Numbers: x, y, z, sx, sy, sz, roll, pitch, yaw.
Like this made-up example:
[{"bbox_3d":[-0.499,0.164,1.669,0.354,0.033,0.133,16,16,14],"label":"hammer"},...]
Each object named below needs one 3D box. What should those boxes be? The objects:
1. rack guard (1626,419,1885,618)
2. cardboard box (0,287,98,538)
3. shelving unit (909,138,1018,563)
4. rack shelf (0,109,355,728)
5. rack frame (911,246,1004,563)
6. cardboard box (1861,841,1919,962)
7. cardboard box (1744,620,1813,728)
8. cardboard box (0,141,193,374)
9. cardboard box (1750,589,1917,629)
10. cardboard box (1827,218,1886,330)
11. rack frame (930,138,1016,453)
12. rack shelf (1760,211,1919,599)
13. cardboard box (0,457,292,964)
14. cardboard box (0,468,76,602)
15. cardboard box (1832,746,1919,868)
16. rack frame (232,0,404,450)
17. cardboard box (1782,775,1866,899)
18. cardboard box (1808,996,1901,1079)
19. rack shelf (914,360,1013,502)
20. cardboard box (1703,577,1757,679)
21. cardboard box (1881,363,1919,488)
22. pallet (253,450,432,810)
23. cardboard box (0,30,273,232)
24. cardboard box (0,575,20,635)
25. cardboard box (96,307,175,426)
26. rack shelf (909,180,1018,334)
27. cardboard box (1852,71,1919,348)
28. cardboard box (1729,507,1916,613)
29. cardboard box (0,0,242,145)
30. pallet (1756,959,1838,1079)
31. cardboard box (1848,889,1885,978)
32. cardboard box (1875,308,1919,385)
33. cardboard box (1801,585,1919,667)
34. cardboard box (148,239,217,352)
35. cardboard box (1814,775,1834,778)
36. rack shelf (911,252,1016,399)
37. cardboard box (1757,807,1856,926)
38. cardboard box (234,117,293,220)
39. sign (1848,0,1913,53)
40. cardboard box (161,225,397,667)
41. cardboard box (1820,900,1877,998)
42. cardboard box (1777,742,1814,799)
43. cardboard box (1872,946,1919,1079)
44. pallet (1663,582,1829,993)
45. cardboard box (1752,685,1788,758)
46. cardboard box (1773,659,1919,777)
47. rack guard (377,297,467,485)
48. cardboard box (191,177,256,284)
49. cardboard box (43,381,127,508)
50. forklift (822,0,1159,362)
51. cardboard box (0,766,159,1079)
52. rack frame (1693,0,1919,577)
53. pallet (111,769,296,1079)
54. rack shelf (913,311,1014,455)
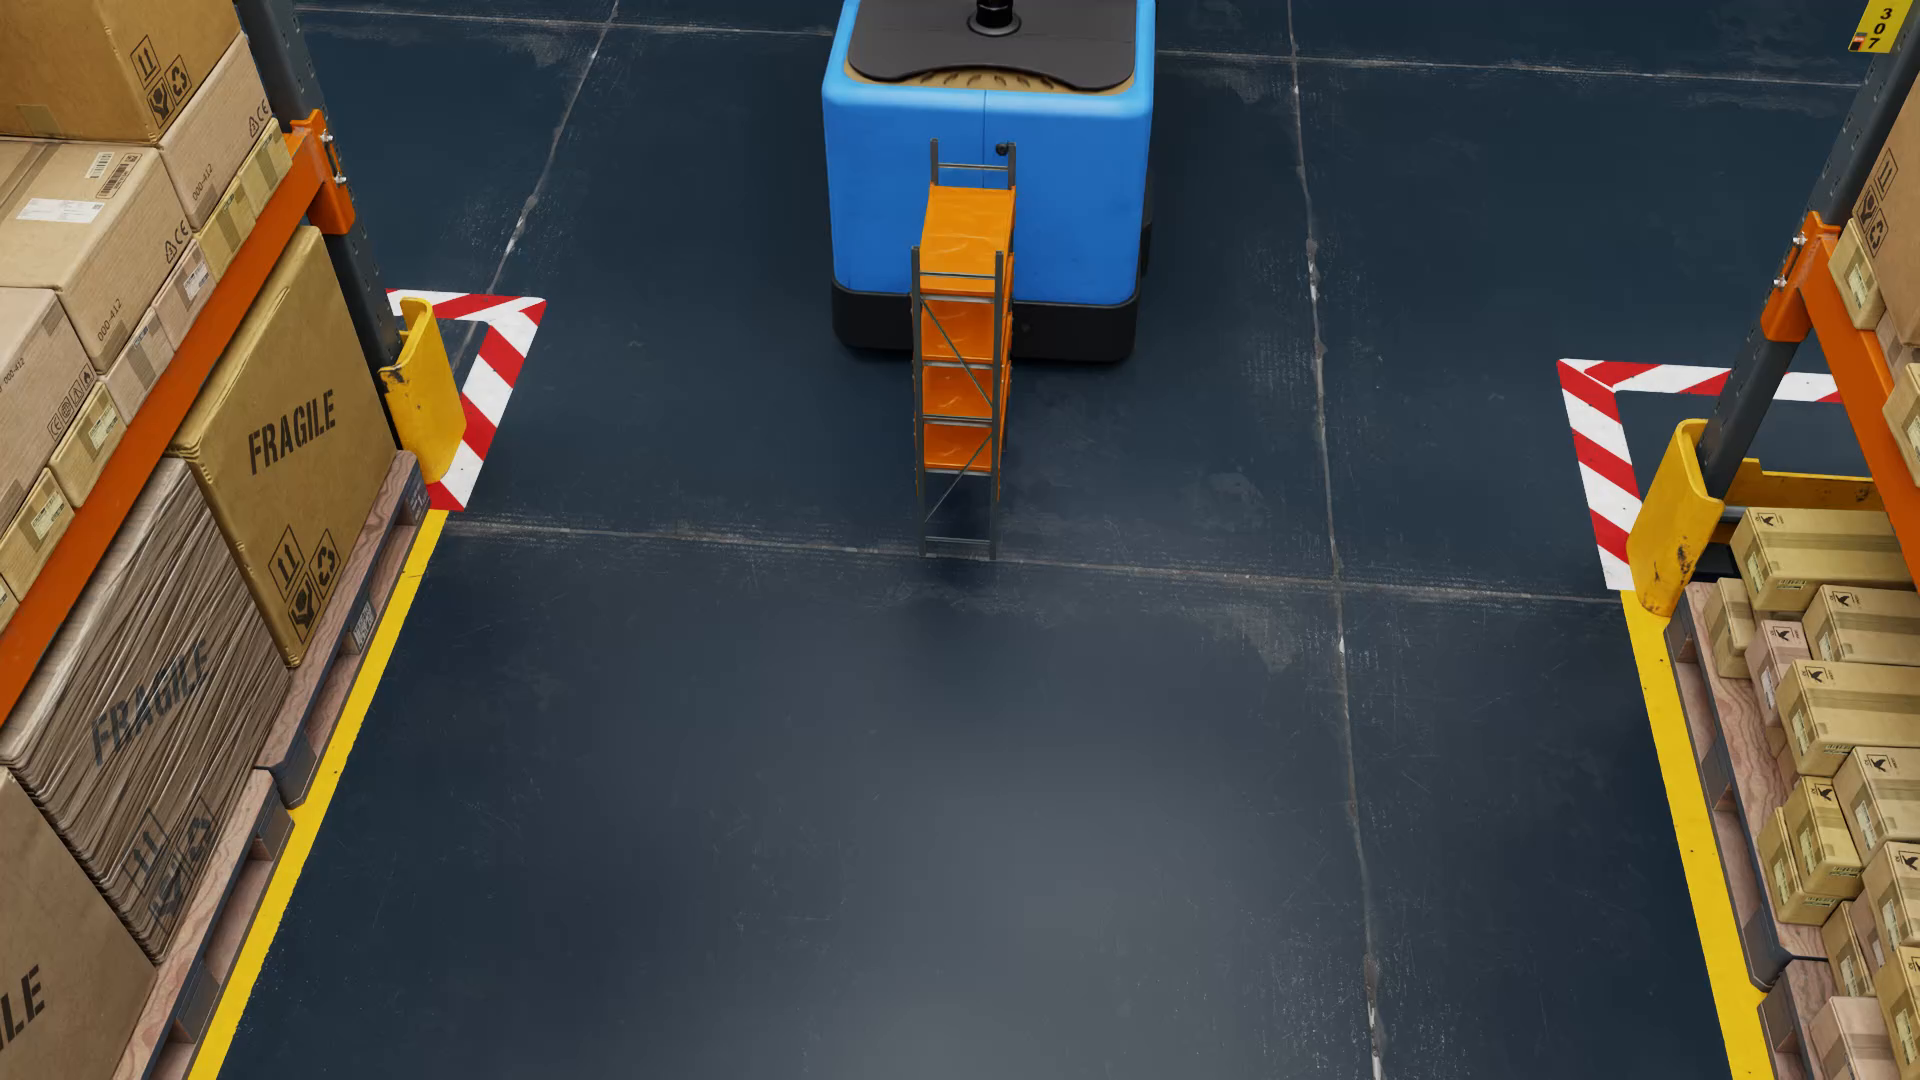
[{"bbox_3d":[2.667,-0.027,4.936,1.175,0.500,0.348,4,48,4],"label":"rack guard"},{"bbox_3d":[-2.129,-0.263,3.358,0.500,0.250,0.500,2,48,2],"label":"cardboard box"},{"bbox_3d":[0.015,-0.527,4.919,0.258,1.200,0.503,4,48,4],"label":"shelving unit"},{"bbox_3d":[-2.439,0.378,3.359,1.077,0.370,4.000,4,48,4],"label":"rack shelf"},{"bbox_3d":[-0.007,-0.347,4.755,0.240,1.200,0.015,4,48,4],"label":"rack frame"},{"bbox_3d":[2.257,0.833,3.699,0.380,0.149,0.250,6,48,5],"label":"cardboard box"},{"bbox_3d":[2.289,0.359,4.335,0.380,0.149,0.250,4,48,3],"label":"cardboard box"},{"bbox_3d":[-2.083,-0.637,3.700,0.500,0.250,0.500,3,48,3],"label":"cardboard box"},{"bbox_3d":[2.370,0.161,4.516,0.380,0.149,0.250,6,48,5],"label":"cardboard box"},{"bbox_3d":[2.318,-0.626,3.960,0.380,0.149,0.250,4,48,3],"label":"cardboard box"},{"bbox_3d":[0.037,-0.706,5.083,0.240,1.200,0.015,4,48,4],"label":"rack frame"},{"bbox_3d":[2.491,0.786,2.986,1.077,0.370,4.000,4,48,4],"label":"rack shelf"},{"bbox_3d":[-2.318,0.385,4.020,0.875,0.875,0.875,4,48,4],"label":"cardboard box"},{"bbox_3d":[-2.076,-0.024,3.410,0.380,0.149,0.250,4,48,4],"label":"cardboard box"},{"bbox_3d":[2.291,0.630,3.885,0.380,0.149,0.250,2,48,2],"label":"cardboard box"},{"bbox_3d":[-2.257,-1.334,4.438,1.000,3.000,0.127,4,48,4],"label":"rack frame"},{"bbox_3d":[2.223,0.726,3.999,0.380,0.149,0.250,5,48,5],"label":"cardboard box"},{"bbox_3d":[2.179,1.190,3.776,0.380,0.149,0.250,2,48,2],"label":"cardboard box"},{"bbox_3d":[0.015,-0.347,5.115,0.258,0.148,0.480,4,48,4],"label":"rack shelf"},{"bbox_3d":[2.307,0.257,4.629,0.380,0.149,0.250,5,48,4],"label":"cardboard box"},{"bbox_3d":[2.258,-0.242,3.609,0.380,0.149,0.250,3,48,2],"label":"cardboard box"},{"bbox_3d":[-2.252,0.200,4.924,1.003,0.211,1.213,4,48,4],"label":"pallet"},{"bbox_3d":[-2.036,-1.010,4.041,0.500,0.250,0.500,3,48,3],"label":"cardboard box"},{"bbox_3d":[-2.101,0.158,3.243,0.380,0.149,0.250,5,48,4],"label":"cardboard box"},{"bbox_3d":[-2.031,-0.406,3.759,0.380,0.149,0.250,5,48,4],"label":"cardboard box"},{"bbox_3d":[0.015,-0.792,4.629,0.258,0.148,0.480,4,48,4],"label":"rack shelf"},{"bbox_3d":[2.357,-0.749,3.633,0.500,0.500,0.500,6,48,5],"label":"cardboard box"},{"bbox_3d":[2.287,0.055,4.411,0.380,0.149,0.250,2,48,2],"label":"cardboard box"},{"bbox_3d":[-2.039,-1.261,3.763,0.500,0.500,0.500,4,48,4],"label":"cardboard box"},{"bbox_3d":[2.444,1.559,3.681,1.003,0.211,1.213,4,48,4],"label":"pallet"},{"bbox_3d":[2.294,0.927,3.815,0.380,0.149,0.250,2,48,2],"label":"cardboard box"},{"bbox_3d":[2.336,-0.436,3.786,0.380,0.149,0.250,5,48,5],"label":"cardboard box"},{"bbox_3d":[2.382,0.266,4.218,0.380,0.149,0.250,5,48,4],"label":"cardboard box"},{"bbox_3d":[-2.007,-0.589,3.926,0.380,0.149,0.250,4,48,4],"label":"cardboard box"},{"bbox_3d":[2.355,0.545,4.165,0.380,0.149,0.250,4,48,4],"label":"cardboard box"},{"bbox_3d":[0.015,-0.632,4.803,0.258,0.148,0.480,4,48,4],"label":"rack shelf"},{"bbox_3d":[2.216,0.819,4.116,0.380,0.149,0.250,4,48,4],"label":"cardboard box"},{"bbox_3d":[-1.961,-0.966,4.271,0.380,0.149,0.250,5,48,4],"label":"cardboard box"},{"bbox_3d":[2.133,-1.255,3.778,0.100,0.325,0.005,4,48,4],"label":"sign"},{"bbox_3d":[-2.235,-0.283,4.632,0.875,0.875,0.875,4,48,4],"label":"cardboard box"},{"bbox_3d":[2.288,1.013,3.939,0.380,0.149,0.250,4,48,4],"label":"cardboard box"},{"bbox_3d":[2.349,0.638,4.281,0.380,0.149,0.250,4,48,4],"label":"cardboard box"},{"bbox_3d":[2.187,1.024,3.525,0.380,0.149,0.250,5,48,4],"label":"cardboard box"},{"bbox_3d":[2.557,0.665,4.499,1.003,0.211,1.213,4,48,4],"label":"pallet"},{"bbox_3d":[2.365,0.455,4.448,0.380,0.149,0.250,4,48,3],"label":"cardboard box"},{"bbox_3d":[2.232,0.443,4.057,0.380,0.149,0.250,4,48,3],"label":"cardboard box"},{"bbox_3d":[-2.254,-0.508,5.376,1.175,0.500,0.348,4,48,4],"label":"rack guard"},{"bbox_3d":[-1.983,-0.775,4.096,0.380,0.149,0.250,4,48,4],"label":"cardboard box"},{"bbox_3d":[-2.053,-0.215,3.584,0.380,0.149,0.250,3,48,3],"label":"cardboard box"},{"bbox_3d":[0.208,-2.693,5.727,1.130,2.935,3.031,4,48,3],"label":"forklift"},{"bbox_3d":[-2.399,1.039,3.422,0.875,0.875,0.875,4,48,4],"label":"cardboard box"},{"bbox_3d":[2.673,-0.926,4.065,1.000,3.000,0.127,4,48,4],"label":"rack frame"},{"bbox_3d":[-2.365,1.094,4.107,1.003,0.211,1.213,4,48,4],"label":"pallet"},{"bbox_3d":[0.015,-0.481,4.968,0.258,0.148,0.480,4,48,4],"label":"rack shelf"}]
